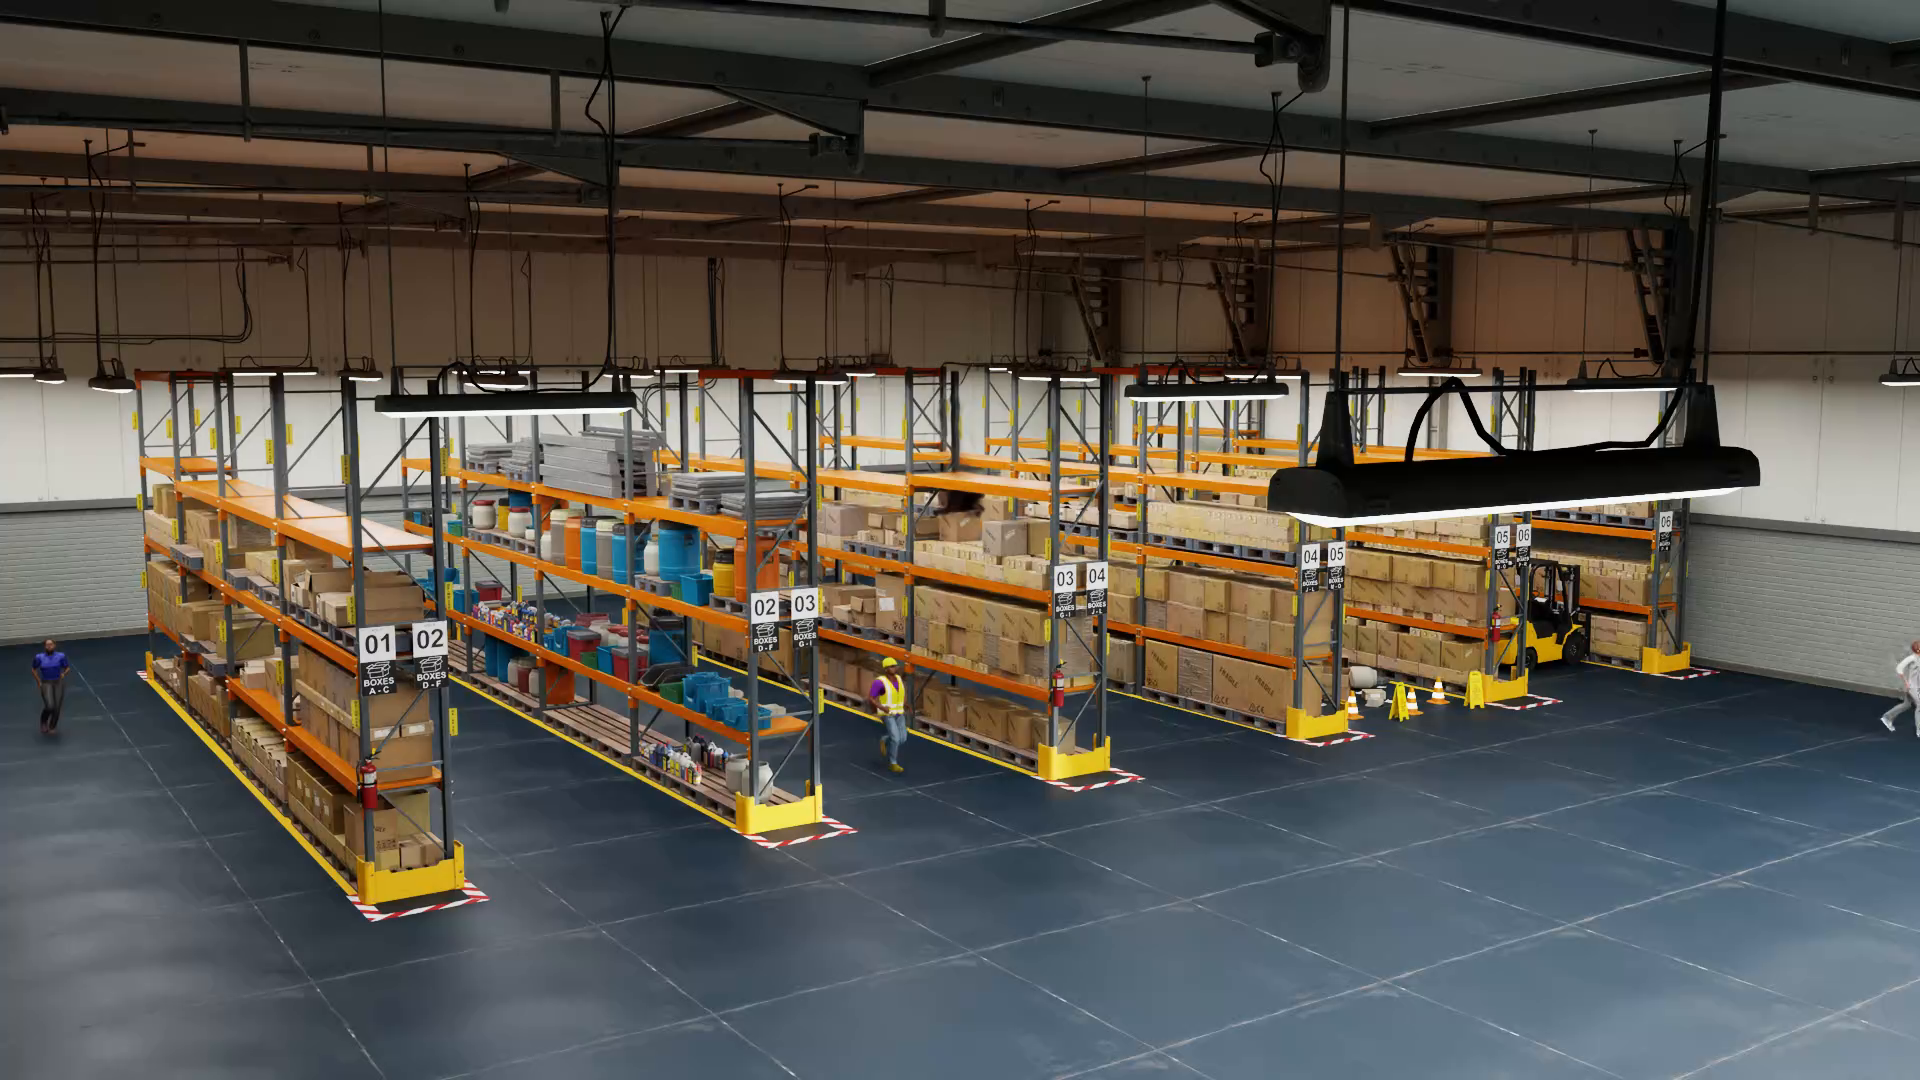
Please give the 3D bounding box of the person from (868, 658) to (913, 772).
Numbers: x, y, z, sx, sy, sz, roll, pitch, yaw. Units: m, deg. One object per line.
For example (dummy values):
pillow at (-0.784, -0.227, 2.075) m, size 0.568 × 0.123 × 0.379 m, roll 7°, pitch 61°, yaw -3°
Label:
person at (-1.086, 2.635, 25.284) m, size 0.702 × 1.723 × 0.598 m, roll -6°, pitch 9°, yaw -44°

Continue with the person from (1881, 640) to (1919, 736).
person at (15.627, 2.431, 27.331) m, size 0.530 × 1.610 × 0.836 m, roll -6°, pitch 8°, yaw -41°

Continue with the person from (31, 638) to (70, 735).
person at (-14.978, 2.434, 27.461) m, size 0.561 × 1.610 × 0.567 m, roll -5°, pitch 8°, yaw -37°

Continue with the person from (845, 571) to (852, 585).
person at (-2.905, 0.665, 42.711) m, size 0.693 × 1.752 × 0.571 m, roll 2°, pitch 7°, yaw 21°

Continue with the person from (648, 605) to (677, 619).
person at (-5.852, 1.786, 32.909) m, size 0.669 × 1.684 × 0.760 m, roll -5°, pitch 8°, yaw -39°
